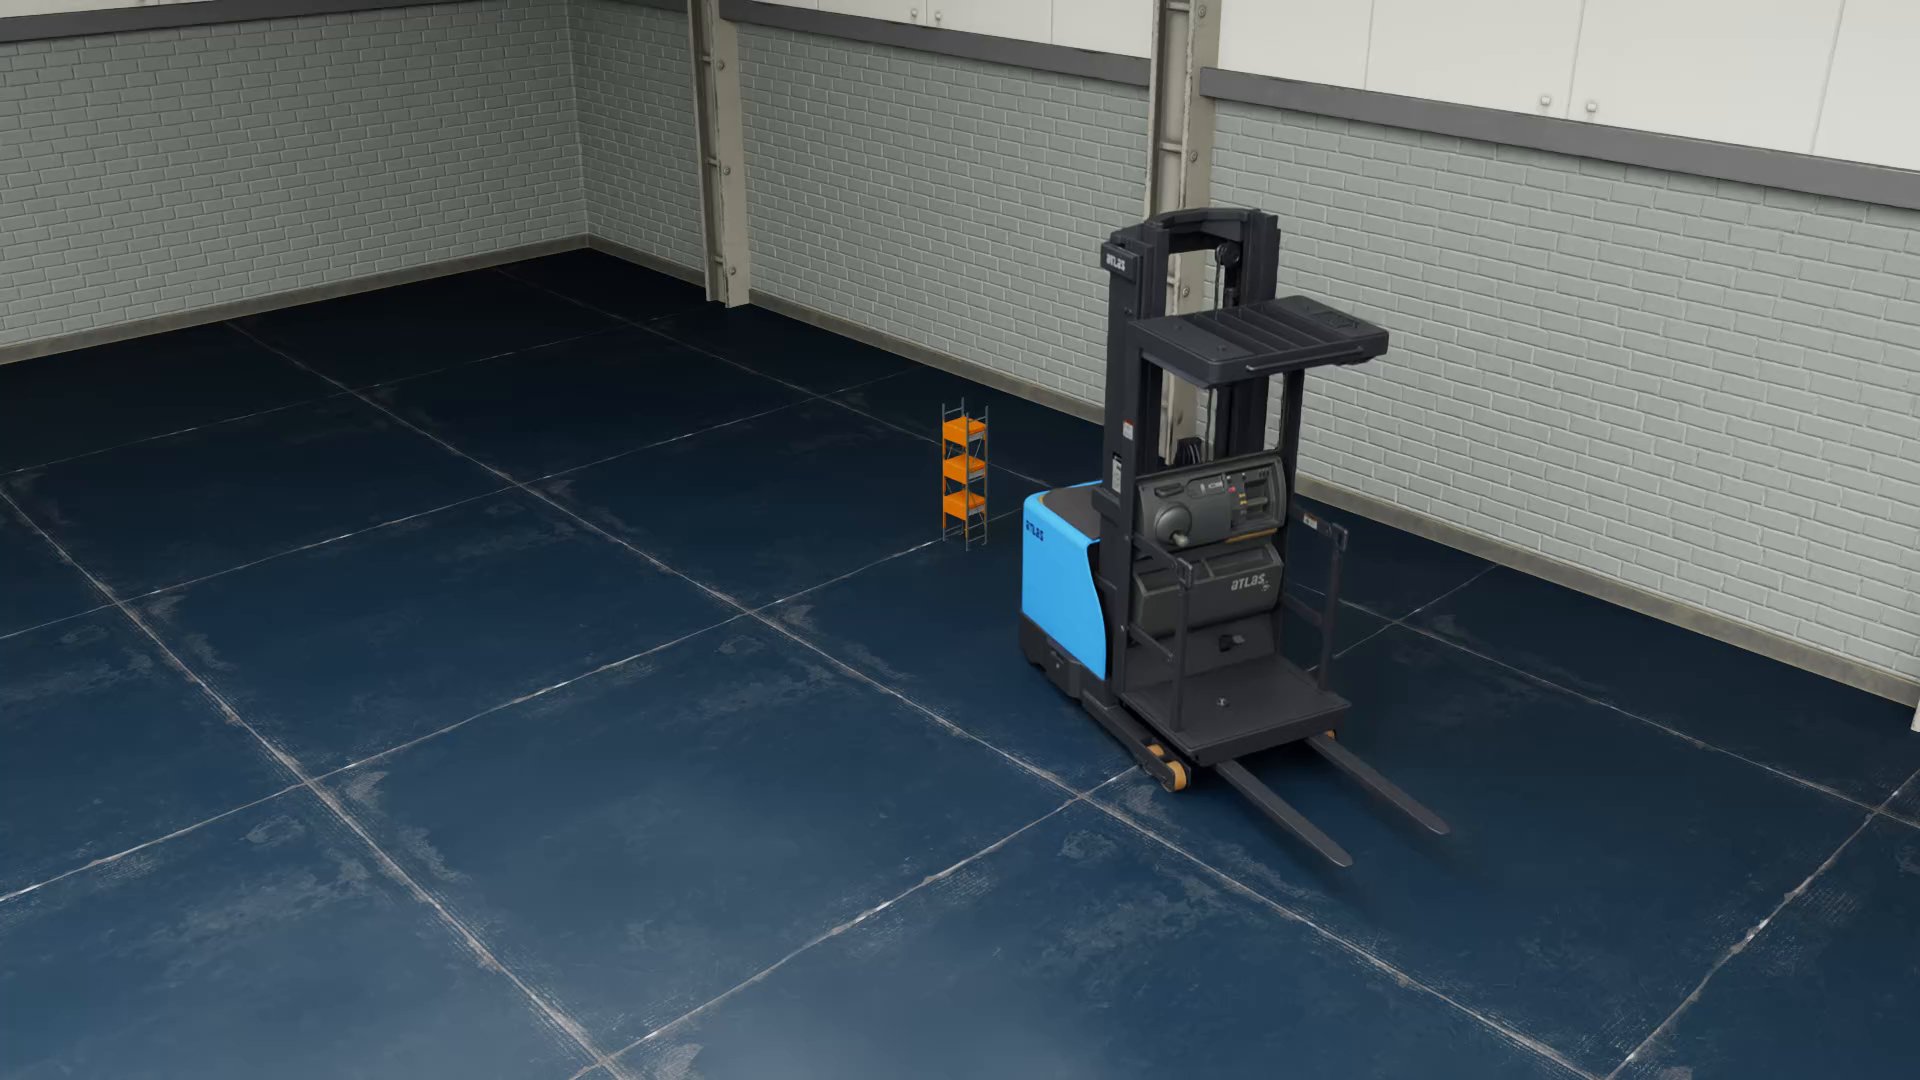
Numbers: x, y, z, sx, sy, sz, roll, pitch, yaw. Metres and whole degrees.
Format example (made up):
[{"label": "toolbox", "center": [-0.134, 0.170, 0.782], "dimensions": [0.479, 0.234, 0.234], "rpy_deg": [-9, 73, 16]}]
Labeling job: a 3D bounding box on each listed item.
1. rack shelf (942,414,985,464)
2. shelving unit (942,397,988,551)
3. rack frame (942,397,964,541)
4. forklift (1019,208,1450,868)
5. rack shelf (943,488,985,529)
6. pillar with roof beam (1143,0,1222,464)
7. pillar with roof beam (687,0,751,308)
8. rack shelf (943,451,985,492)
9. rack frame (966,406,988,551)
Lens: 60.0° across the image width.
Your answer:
[{"label": "rack shelf", "center": [0.037, -0.710, 11.680], "dimensions": [0.215, 0.259, 0.240], "rpy_deg": [-21, 32, -38]}, {"label": "shelving unit", "center": [0.037, -0.461, 11.793], "dimensions": [0.215, 1.050, 0.252], "rpy_deg": [-21, 32, -38]}, {"label": "rack frame", "center": [-0.047, -0.498, 11.874], "dimensions": [0.200, 1.050, 0.008], "rpy_deg": [-21, 32, -38]}, {"label": "forklift", "center": [1.479, -0.173, 8.894], "dimensions": [1.130, 2.935, 3.031], "rpy_deg": [-12, 27, -24]}, {"label": "rack shelf", "center": [0.037, -0.199, 11.913], "dimensions": [0.215, 0.259, 0.240], "rpy_deg": [-21, 32, -38]}, {"label": "pillar with roof beam", "center": [-1.483, -3.579, 9.050], "dimensions": [9.100, 9.000, 0.400], "rpy_deg": [-21, 32, -38]}, {"label": "pillar with roof beam", "center": [-5.584, -5.397, 13.035], "dimensions": [9.100, 9.000, 0.400], "rpy_deg": [-21, 32, -38]}, {"label": "rack shelf", "center": [0.037, -0.452, 11.798], "dimensions": [0.215, 0.259, 0.240], "rpy_deg": [-21, 32, -38]}, {"label": "rack frame", "center": [0.120, -0.424, 11.712], "dimensions": [0.200, 1.050, 0.008], "rpy_deg": [-21, 32, -38]}]
